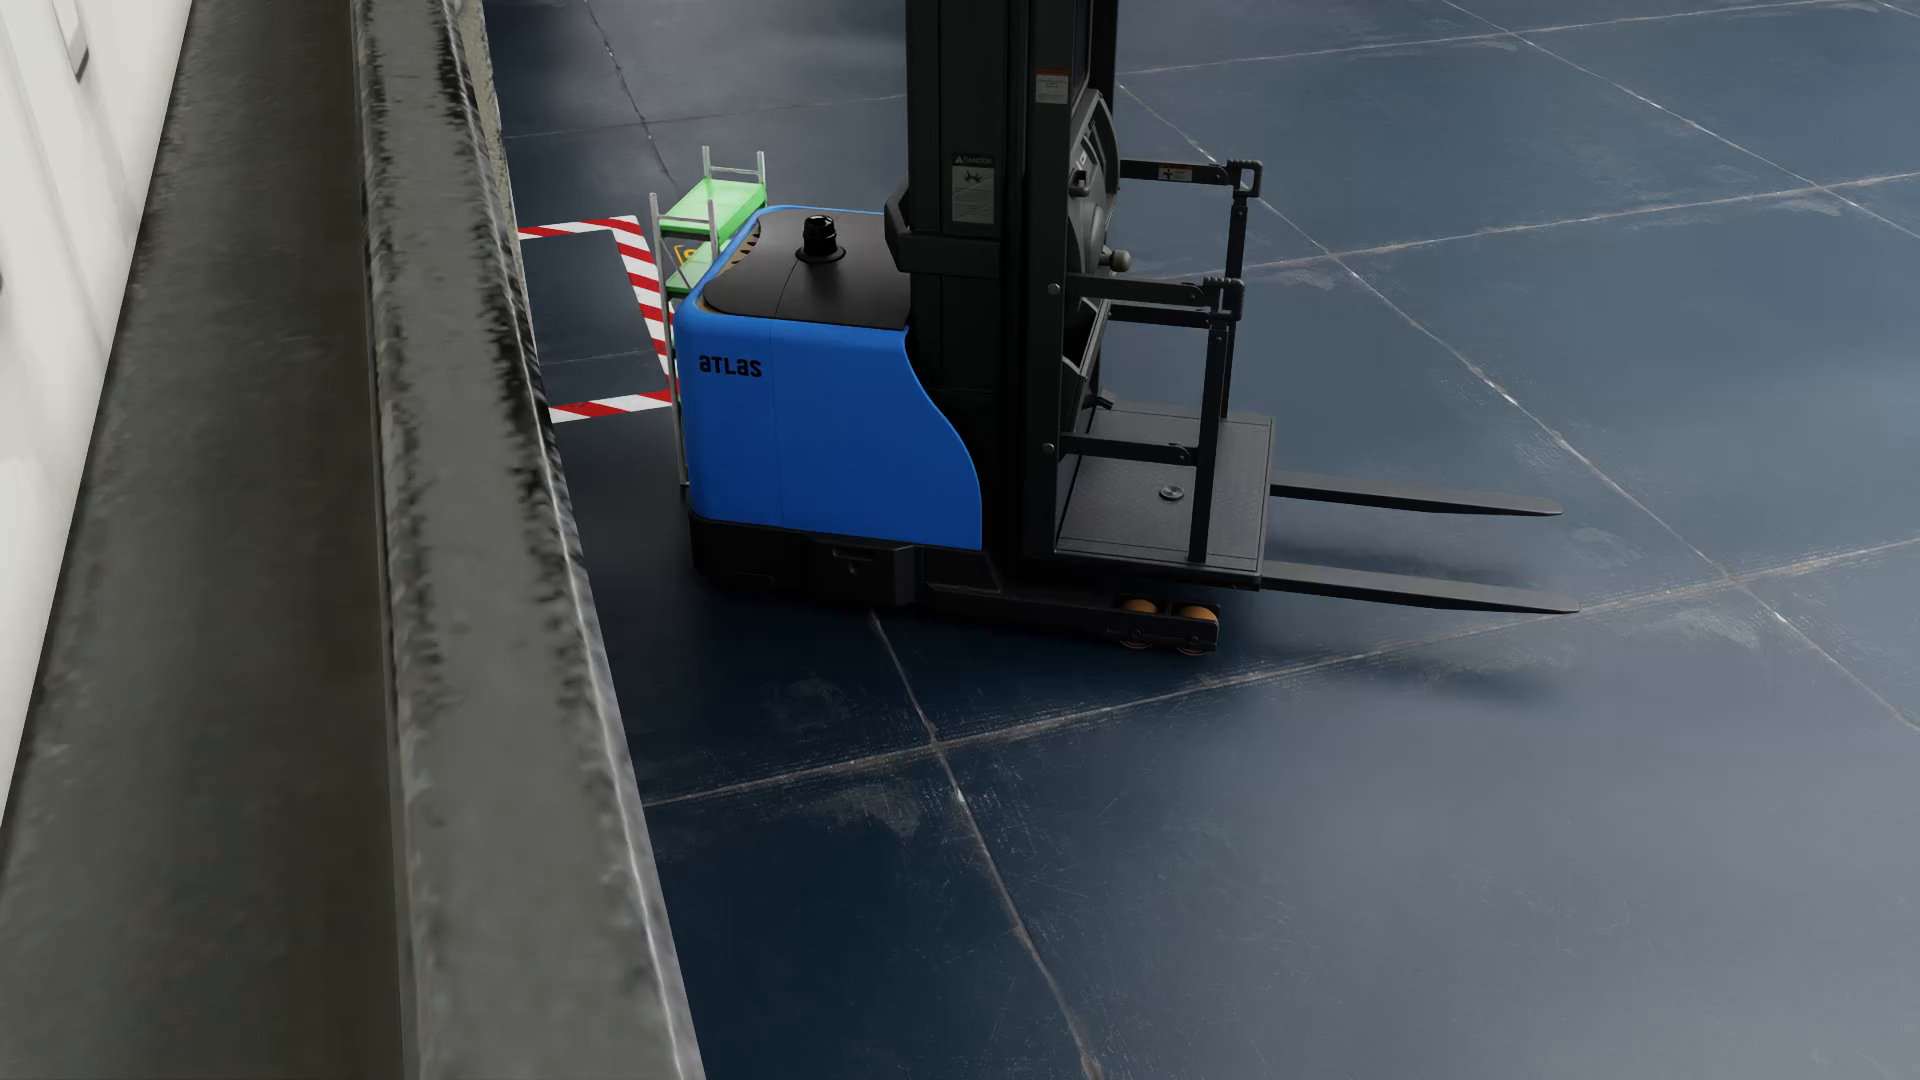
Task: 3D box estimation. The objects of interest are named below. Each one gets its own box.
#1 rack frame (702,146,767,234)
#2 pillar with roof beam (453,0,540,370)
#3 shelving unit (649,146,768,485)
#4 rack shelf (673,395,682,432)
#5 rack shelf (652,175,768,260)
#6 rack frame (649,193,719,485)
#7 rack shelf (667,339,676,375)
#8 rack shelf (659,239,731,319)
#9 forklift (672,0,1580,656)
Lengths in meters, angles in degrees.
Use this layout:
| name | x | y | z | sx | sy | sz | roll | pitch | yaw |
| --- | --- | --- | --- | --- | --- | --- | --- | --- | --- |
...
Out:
| name | x | y | z | sx | sy | sz | roll | pitch | yaw |
| --- | --- | --- | --- | --- | --- | --- | --- | --- | --- |
| rack frame | -0.854 | -0.967 | 6.578 | 0.240 | 1.200 | 0.015 | 8 | 34 | 12 |
| pillar with roof beam | 2.897 | -3.635 | 3.543 | 9.100 | 9.000 | 0.400 | -10 | 35 | -15 |
| shelving unit | -0.917 | -0.837 | 6.381 | 0.258 | 1.200 | 0.503 | 8 | 34 | 12 |
| rack shelf | -0.917 | -0.583 | 6.549 | 0.258 | 0.148 | 0.480 | 8 | 34 | 12 |
| rack shelf | -0.917 | -1.184 | 6.152 | 0.258 | 0.148 | 0.480 | 8 | 34 | 12 |
| rack frame | -0.980 | -0.707 | 6.185 | 0.240 | 1.200 | 0.015 | 8 | 34 | 12 |
| rack shelf | -0.917 | -0.783 | 6.417 | 0.258 | 0.148 | 0.480 | 8 | 34 | 12 |
| rack shelf | -0.917 | -0.984 | 6.284 | 0.258 | 0.148 | 0.480 | 8 | 34 | 12 |
| forklift | 0.617 | -1.153 | 5.289 | 3.031 | 2.935 | 1.130 | 6 | 34 | 10 |
